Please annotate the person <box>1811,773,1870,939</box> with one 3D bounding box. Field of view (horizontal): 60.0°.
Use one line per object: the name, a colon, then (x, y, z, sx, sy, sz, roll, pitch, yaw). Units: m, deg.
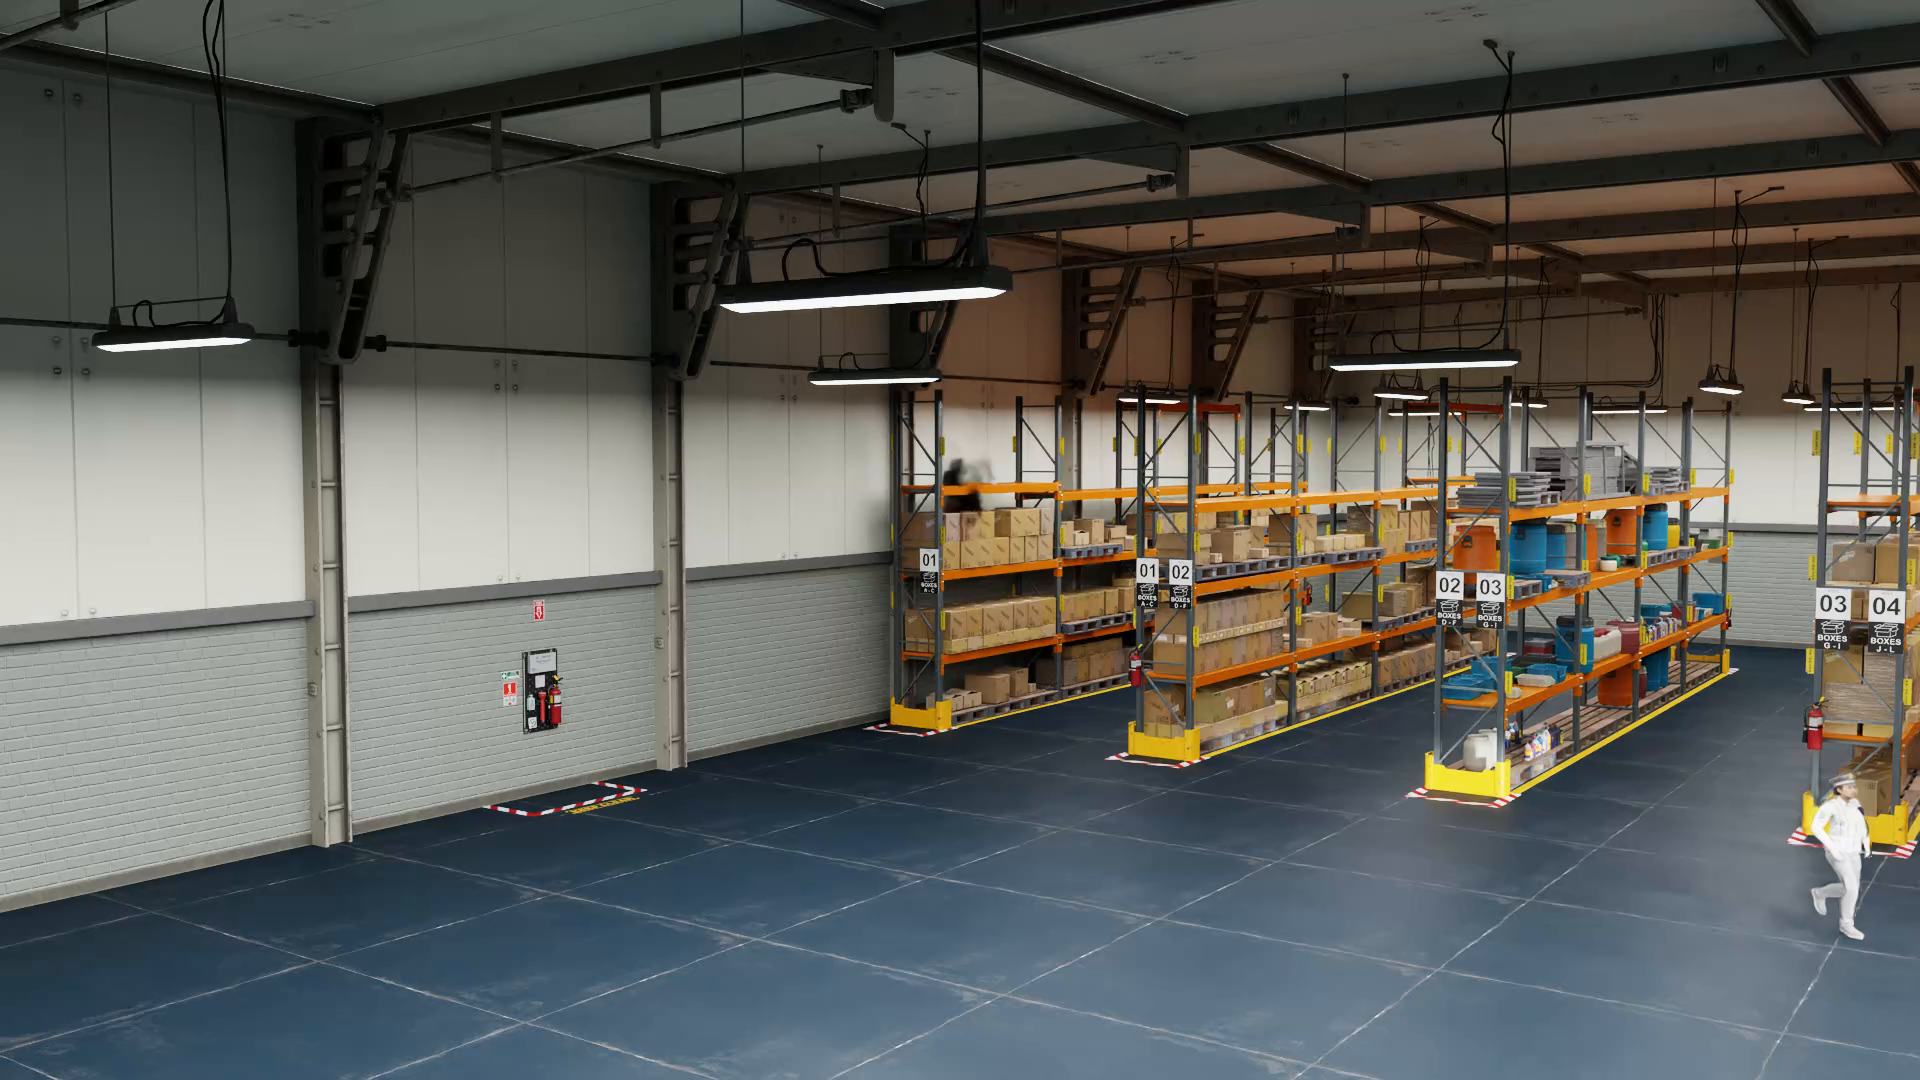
person: (9.073, 3.210, 17.188, 0.641, 1.667, 0.700, -1, 3, -22)
